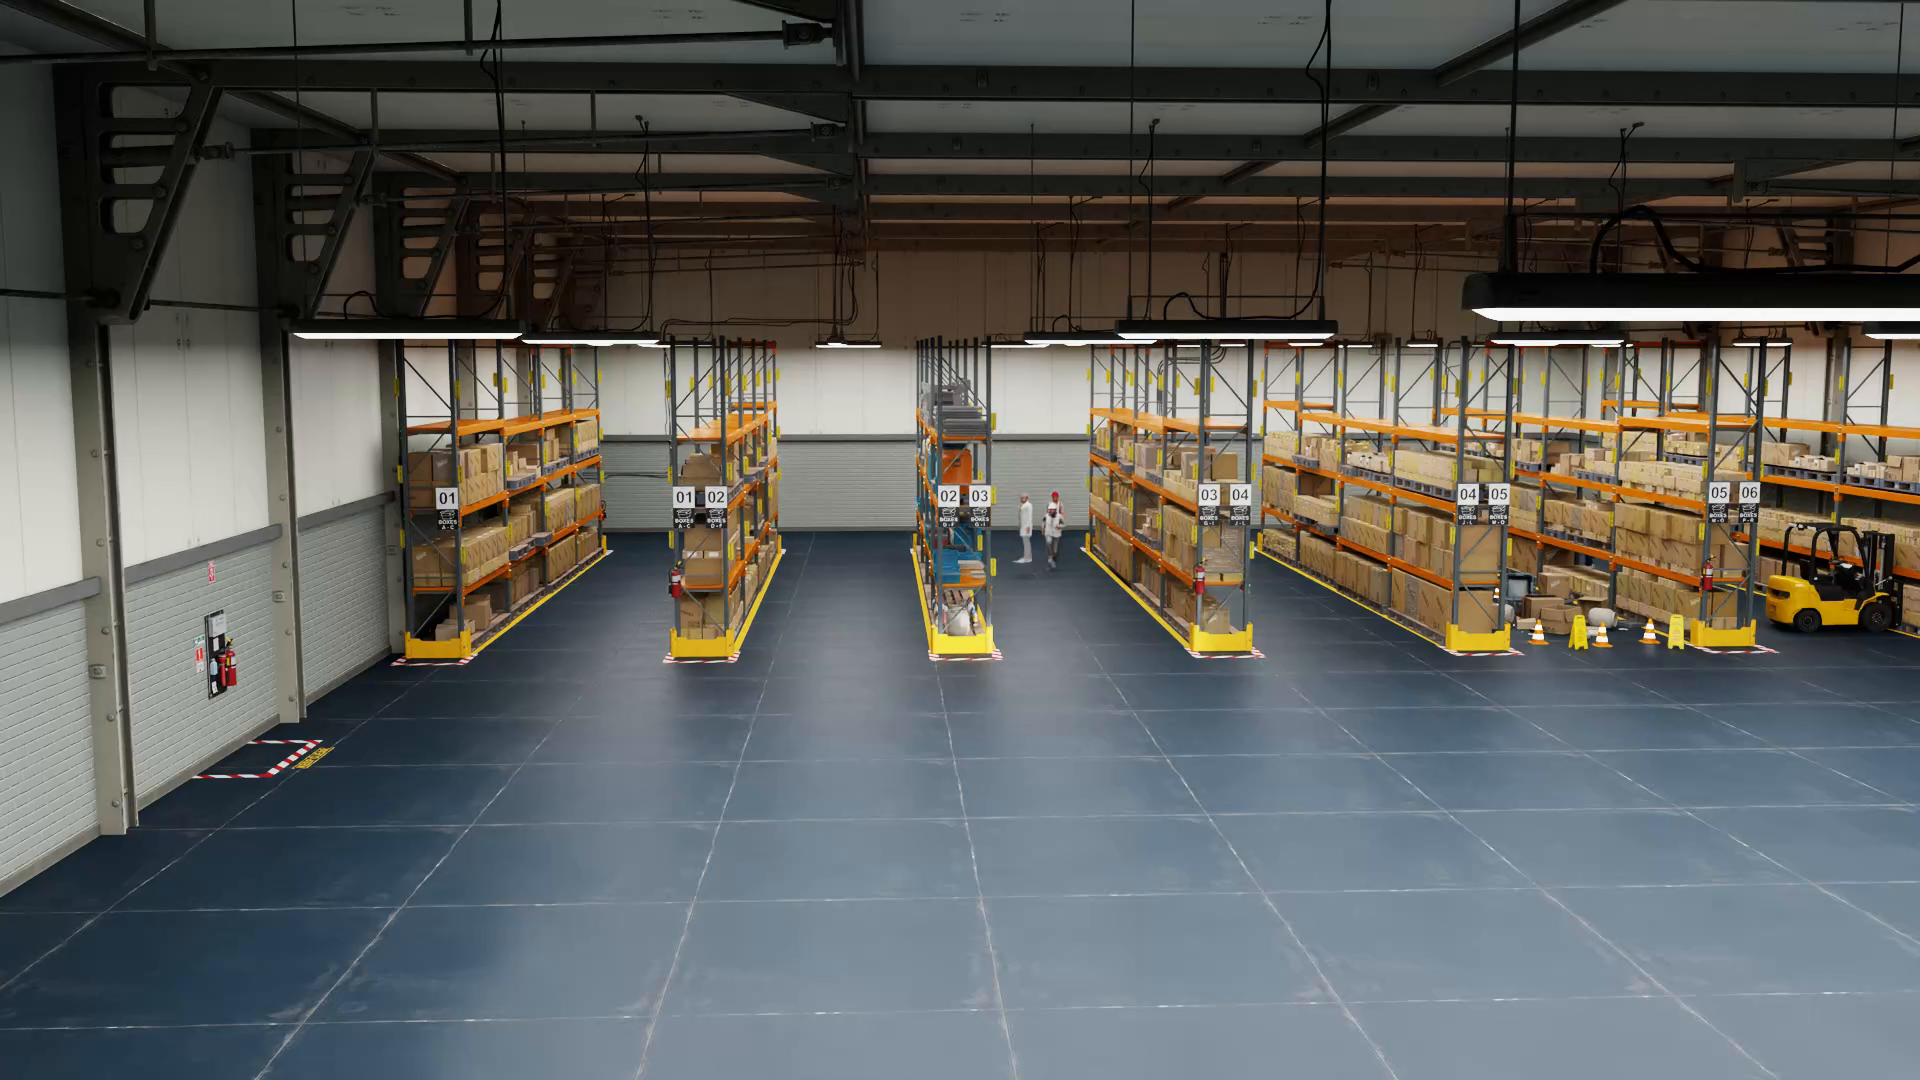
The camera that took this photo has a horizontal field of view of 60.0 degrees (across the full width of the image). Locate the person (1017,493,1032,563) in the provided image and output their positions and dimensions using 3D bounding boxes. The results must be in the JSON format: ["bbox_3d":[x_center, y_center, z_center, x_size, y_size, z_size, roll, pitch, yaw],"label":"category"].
[{"bbox_3d":[1.627,-0.325,42.888,0.456,1.784,0.673,-2,7,-20],"label":"person"}]

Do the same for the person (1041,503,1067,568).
[{"bbox_3d":[2.456,-0.107,43.304,0.643,1.731,0.996,0,6,-1],"label":"person"}]

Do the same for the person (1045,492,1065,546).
[{"bbox_3d":[2.708,-0.492,46.888,0.544,1.729,1.060,0,7,-4],"label":"person"}]

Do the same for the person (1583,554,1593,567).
[{"bbox_3d":[16.530,-0.050,43.849,0.373,1.593,0.450,3,7,21],"label":"person"}]
